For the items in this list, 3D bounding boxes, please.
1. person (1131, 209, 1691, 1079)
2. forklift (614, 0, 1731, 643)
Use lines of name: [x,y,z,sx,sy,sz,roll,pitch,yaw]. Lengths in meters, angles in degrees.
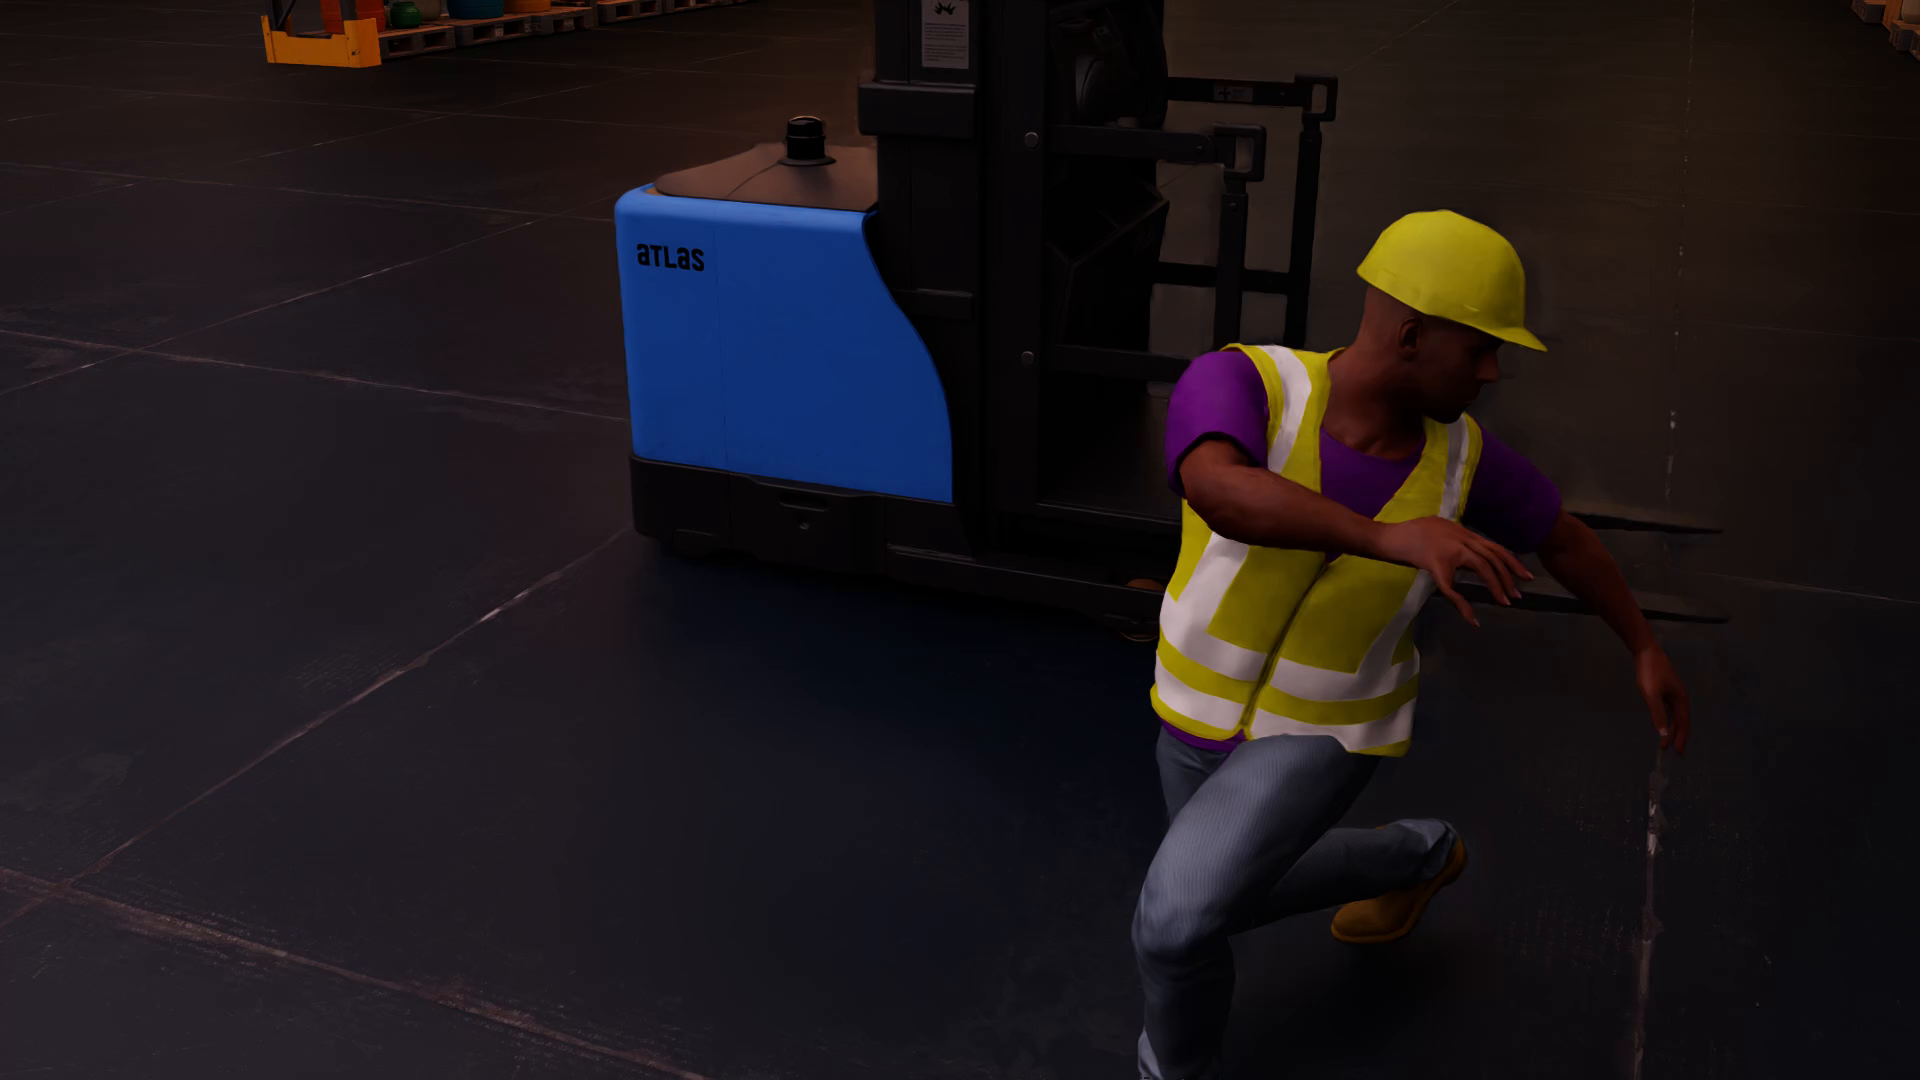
person: [0.682,0.251,2.624,0.778,1.527,0.959,14,27,31]
forklift: [0.587,-1.284,4.365,3.031,2.935,1.130,9,24,20]
